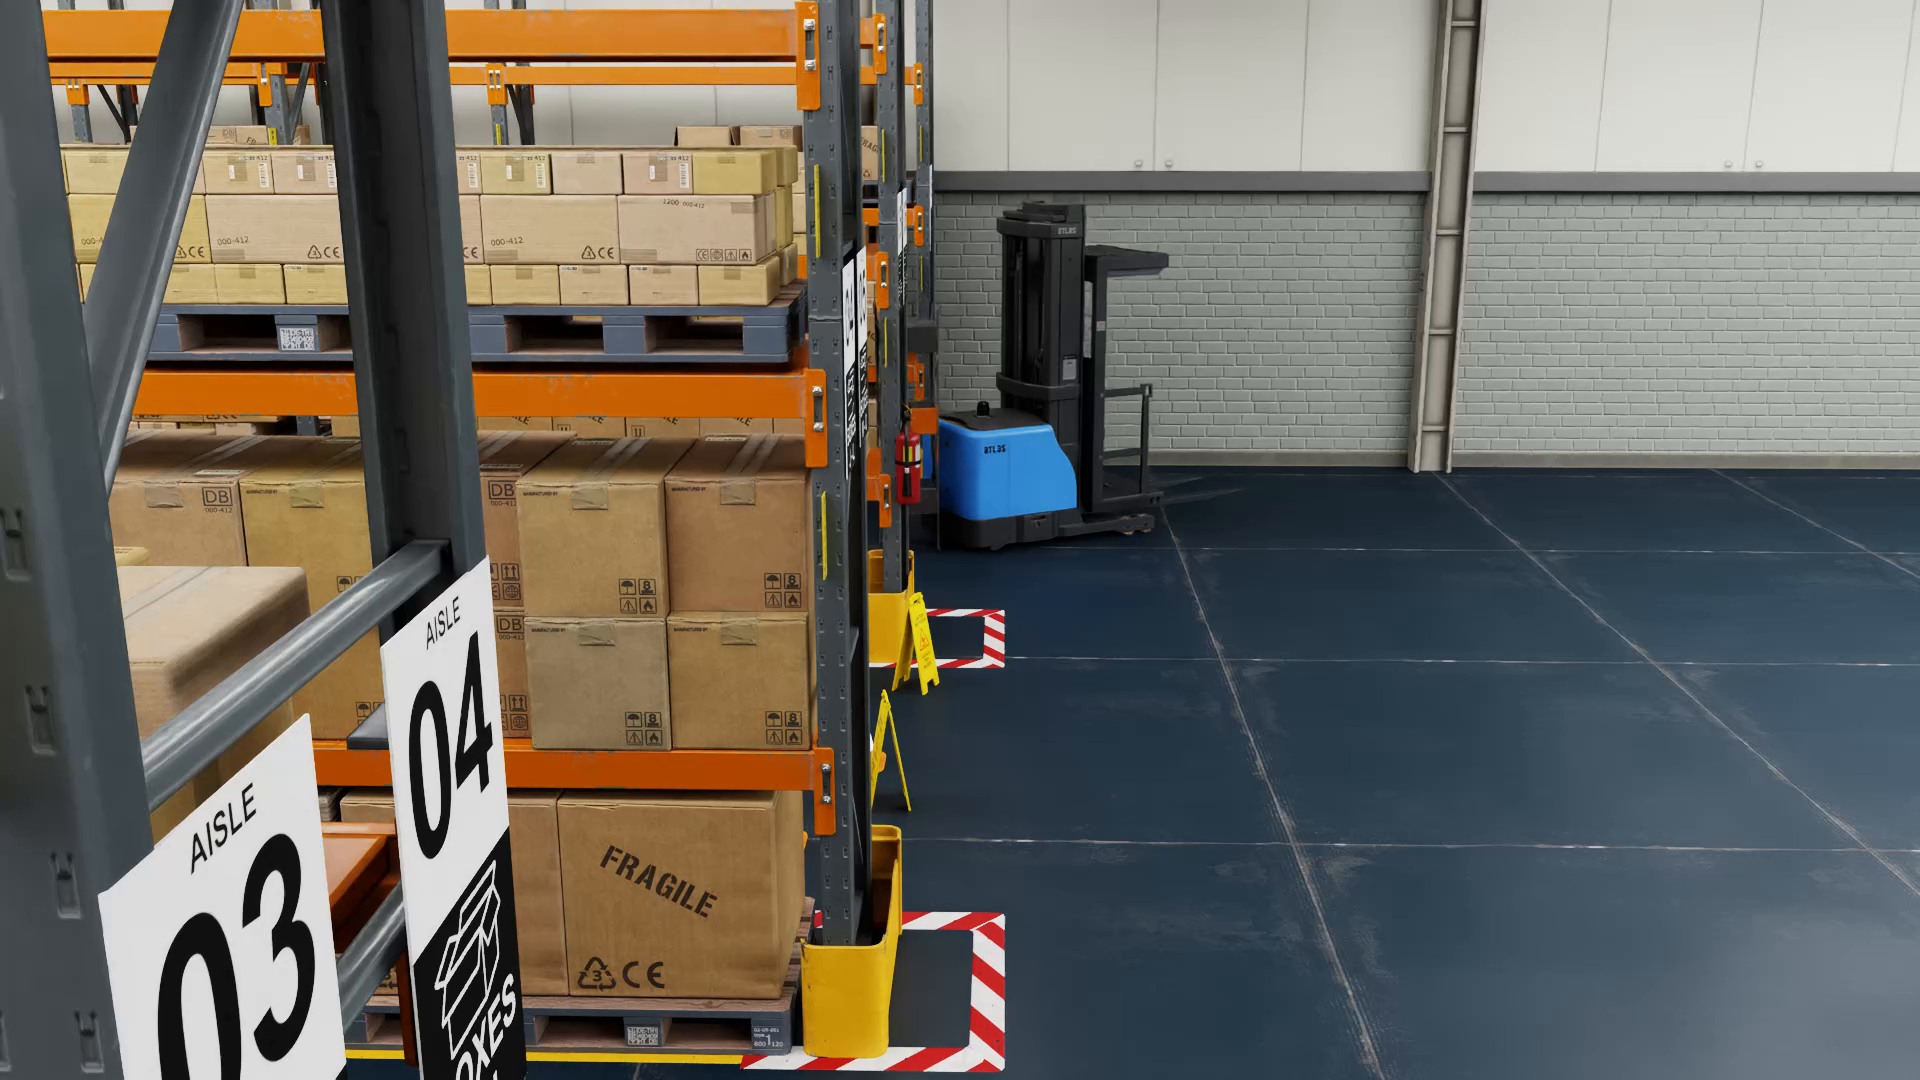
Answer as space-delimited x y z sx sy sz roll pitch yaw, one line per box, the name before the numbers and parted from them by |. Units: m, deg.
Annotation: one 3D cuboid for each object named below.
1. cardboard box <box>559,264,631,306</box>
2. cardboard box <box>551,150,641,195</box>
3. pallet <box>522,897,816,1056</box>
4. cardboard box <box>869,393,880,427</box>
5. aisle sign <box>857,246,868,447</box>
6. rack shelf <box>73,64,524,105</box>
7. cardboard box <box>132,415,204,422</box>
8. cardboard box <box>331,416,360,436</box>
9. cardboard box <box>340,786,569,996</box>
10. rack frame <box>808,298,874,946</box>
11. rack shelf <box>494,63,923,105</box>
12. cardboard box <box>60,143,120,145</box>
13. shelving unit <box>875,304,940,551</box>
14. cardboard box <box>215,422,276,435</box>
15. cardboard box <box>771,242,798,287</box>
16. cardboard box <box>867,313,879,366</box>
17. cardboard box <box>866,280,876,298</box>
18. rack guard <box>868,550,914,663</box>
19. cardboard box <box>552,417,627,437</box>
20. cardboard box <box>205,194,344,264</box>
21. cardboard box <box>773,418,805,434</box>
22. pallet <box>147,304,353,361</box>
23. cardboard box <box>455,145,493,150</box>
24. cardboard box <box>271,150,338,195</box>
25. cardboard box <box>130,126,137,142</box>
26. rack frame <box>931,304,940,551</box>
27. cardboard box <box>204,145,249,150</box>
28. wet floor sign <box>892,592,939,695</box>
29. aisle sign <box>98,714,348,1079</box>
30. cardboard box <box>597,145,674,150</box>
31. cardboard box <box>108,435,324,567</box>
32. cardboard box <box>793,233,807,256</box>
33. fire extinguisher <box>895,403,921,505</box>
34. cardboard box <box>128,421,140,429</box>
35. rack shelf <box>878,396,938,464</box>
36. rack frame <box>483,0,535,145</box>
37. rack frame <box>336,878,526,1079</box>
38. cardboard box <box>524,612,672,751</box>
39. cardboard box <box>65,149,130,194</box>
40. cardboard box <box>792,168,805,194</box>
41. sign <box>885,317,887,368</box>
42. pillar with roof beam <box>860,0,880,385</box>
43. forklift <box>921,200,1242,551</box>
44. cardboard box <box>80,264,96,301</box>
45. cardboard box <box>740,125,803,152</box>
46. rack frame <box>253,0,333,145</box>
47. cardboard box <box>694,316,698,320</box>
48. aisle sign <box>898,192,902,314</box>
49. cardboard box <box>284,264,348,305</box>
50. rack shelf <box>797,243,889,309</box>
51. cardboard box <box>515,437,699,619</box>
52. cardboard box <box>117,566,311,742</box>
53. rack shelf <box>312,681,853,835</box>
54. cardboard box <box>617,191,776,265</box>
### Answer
cardboard box | -1.334 -0.979 6.264 0.250 0.149 0.380 1 15 2
cardboard box | -1.336 -1.365 6.163 0.250 0.149 0.380 1 15 2
pallet | -1.286 1.883 7.288 1.213 0.211 1.003 0 15 1
cardboard box | -0.804 -1.289 16.452 0.500 0.250 0.500 1 15 3
aisle sign | -0.406 -0.813 6.944 0.004 0.787 0.394 0 15 1
rack shelf | -6.334 -4.407 16.098 4.000 0.370 1.077 0 15 1
cardboard box | -5.421 -1.111 11.570 0.500 0.500 0.500 0 15 2
cardboard box | -4.025 -0.887 11.543 0.500 0.500 0.500 0 15 1
cardboard box | -2.044 1.352 7.178 0.875 0.875 0.875 0 15 1
rack frame | -0.484 0.520 6.988 0.127 3.000 1.000 0 15 1
rack shelf | -2.335 -4.381 16.000 4.000 0.370 1.077 0 15 1
cardboard box | -6.061 -2.564 11.288 0.500 0.250 0.500 1 15 2
shelving unit | -0.454 -0.961 14.367 0.503 2.100 0.431 -2 15 -8
cardboard box | -4.979 -0.783 11.598 0.250 0.149 0.380 1 15 2
cardboard box | -0.819 -1.144 6.889 0.250 0.149 0.380 0 15 2
cardboard box | -0.835 -1.993 16.318 0.500 0.500 0.500 0 15 0
cardboard box | -0.947 -2.457 16.221 0.250 0.149 0.380 0 15 2
rack guard | -0.535 0.466 12.096 0.348 0.500 1.175 0 15 1
cardboard box | -2.515 -0.885 11.535 0.500 0.500 0.500 1 15 2
cardboard box | -2.487 -1.195 6.301 0.500 0.250 0.500 1 15 2
cardboard box | -1.009 -0.868 11.471 0.500 0.500 0.500 0 15 0
pallet | -2.449 -0.897 6.652 1.213 0.211 1.003 0 15 1
cardboard box | -2.081 -1.537 6.817 0.250 0.149 0.380 0 15 1
cardboard box | -2.355 -1.371 6.187 0.250 0.149 0.380 0 15 2
cardboard box | -7.615 -3.744 16.055 0.500 0.500 0.500 1 15 2
rack frame | -0.213 -0.970 14.400 0.015 2.100 0.400 -2 15 -8
cardboard box | -3.096 -1.544 6.843 0.250 0.149 0.380 0 15 2
wet floor sign | -0.296 0.670 11.036 0.232 0.644 0.267 6 16 21
aisle sign | -0.658 0.605 1.573 0.004 0.787 0.394 0 15 1
cardboard box | -1.316 -1.532 6.798 0.250 0.149 0.380 0 15 1
cardboard box | -3.026 -0.077 6.840 0.550 0.550 0.875 0 15 1
cardboard box | -1.072 -1.996 11.137 0.250 0.149 0.380 0 15 2
fire extinguisher | -0.356 -0.587 11.336 0.183 0.674 0.296 0 15 1
cardboard box | -5.756 -0.783 11.596 0.250 0.149 0.380 0 15 2
rack shelf | -0.454 -0.948 14.371 0.480 0.518 0.431 -2 15 -8
rack frame | -4.335 -4.935 15.906 0.127 3.000 1.000 0 15 1
rack frame | -0.712 1.785 2.196 0.127 3.000 1.000 0 15 1
cardboard box | -1.407 0.459 6.926 0.550 0.550 0.875 0 15 1
cardboard box | -3.109 -1.376 6.207 0.250 0.149 0.380 1 15 2
cardboard box | -1.061 -2.396 11.089 0.250 0.149 0.380 1 15 2
sign | -0.493 -1.314 11.051 0.005 0.325 0.100 0 15 1
pillar with roof beam | -1.119 -4.046 12.535 0.400 9.000 9.100 0 15 1
forklift | 1.188 -1.571 15.051 3.031 2.935 1.130 -8 17 -27
cardboard box | -3.111 -0.991 6.309 0.250 0.149 0.380 0 15 1
cardboard box | -1.806 -3.732 16.008 0.500 0.500 0.700 0 15 2
rack frame | -4.458 -3.669 11.108 0.127 3.000 1.000 0 15 1
cardboard box | -1.993 -1.348 11.331 0.500 0.500 0.700 0 15 1
aisle sign | -0.404 -1.925 11.161 0.004 0.787 0.394 0 15 1
cardboard box | -2.350 -0.986 6.290 0.250 0.149 0.380 1 15 2
rack shelf | -2.458 -1.858 11.533 4.000 0.370 1.077 0 15 1
cardboard box | -1.407 -0.067 6.802 0.550 0.550 0.875 0 15 1
cardboard box | -0.981 0.153 2.012 0.250 0.149 0.380 0 15 1
rack shelf | -2.484 0.855 7.129 4.000 0.370 1.077 0 15 1
cardboard box | -0.981 -1.185 6.262 0.500 0.250 0.500 1 15 2
